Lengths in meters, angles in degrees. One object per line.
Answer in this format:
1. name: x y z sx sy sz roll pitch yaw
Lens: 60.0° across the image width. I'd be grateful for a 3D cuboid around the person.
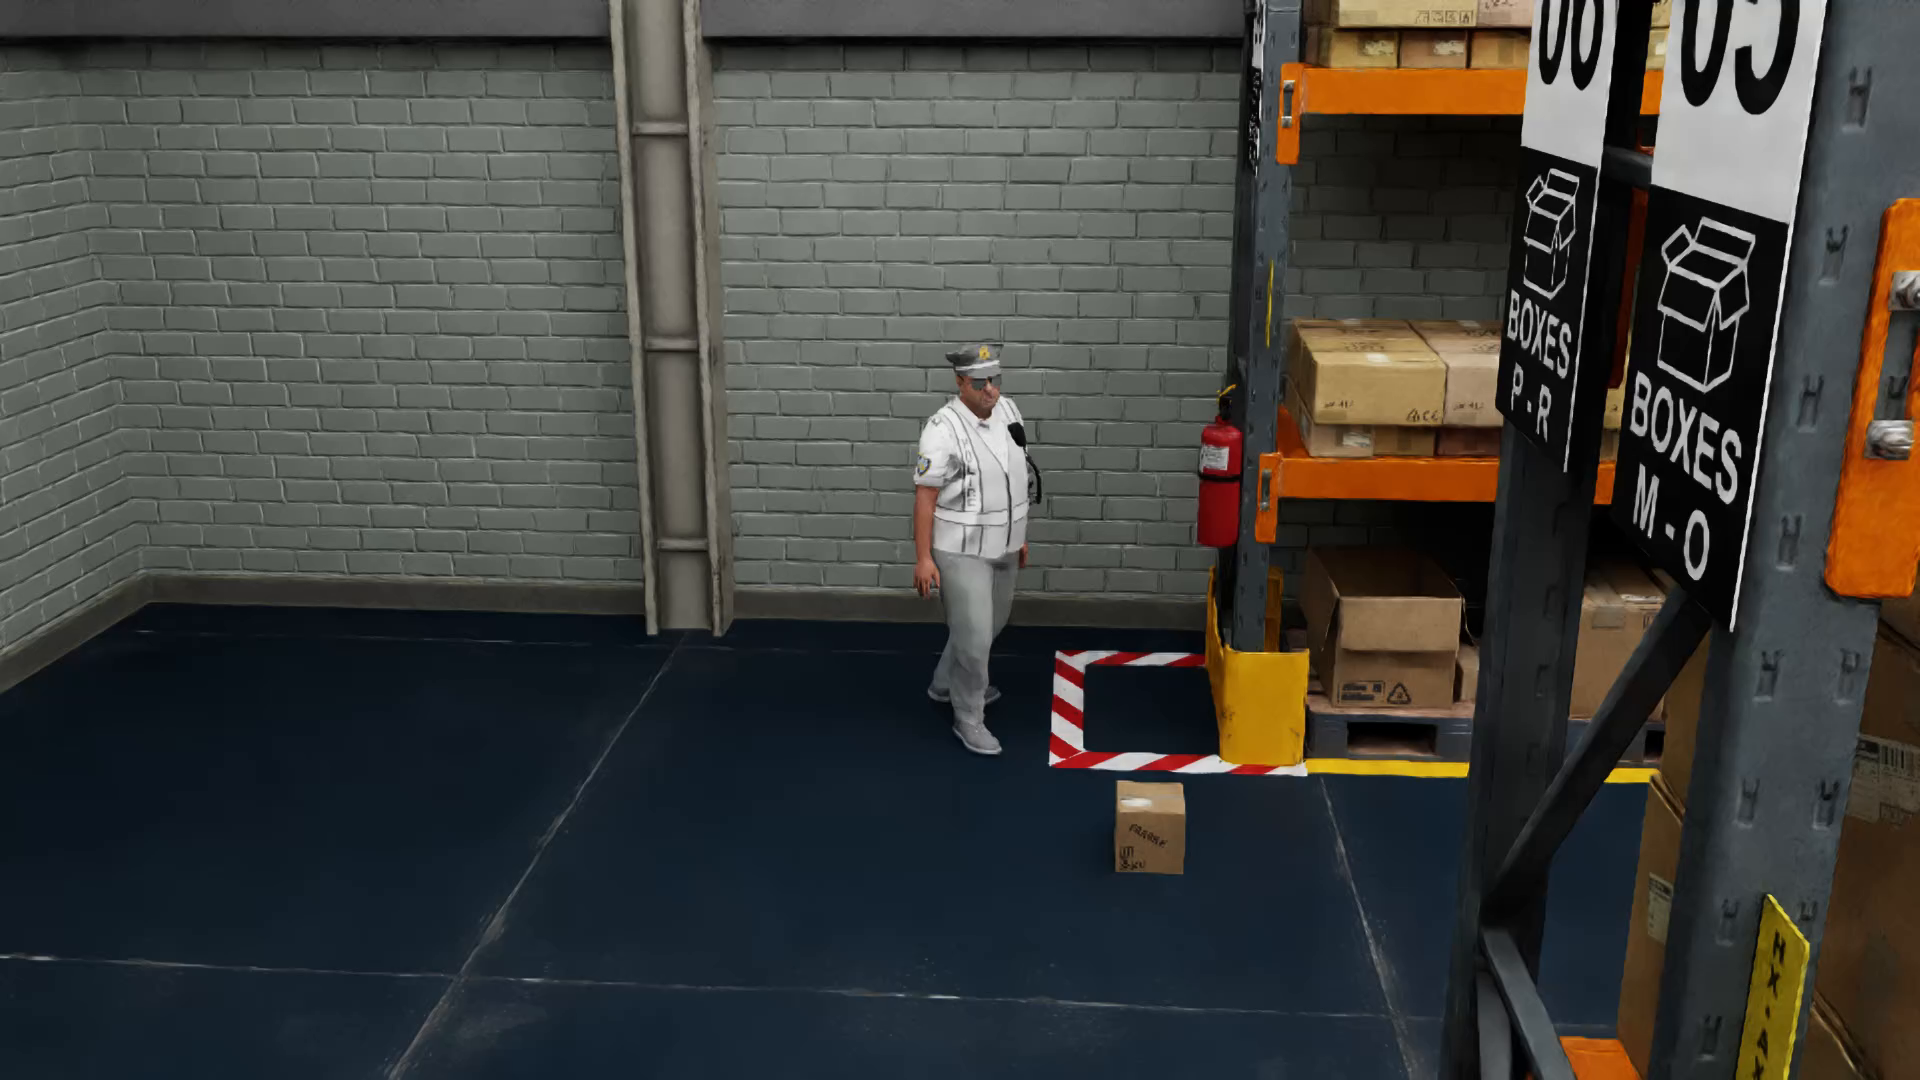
1. person: 0.029 0.002 7.032 0.569 1.751 0.587 17 24 42
